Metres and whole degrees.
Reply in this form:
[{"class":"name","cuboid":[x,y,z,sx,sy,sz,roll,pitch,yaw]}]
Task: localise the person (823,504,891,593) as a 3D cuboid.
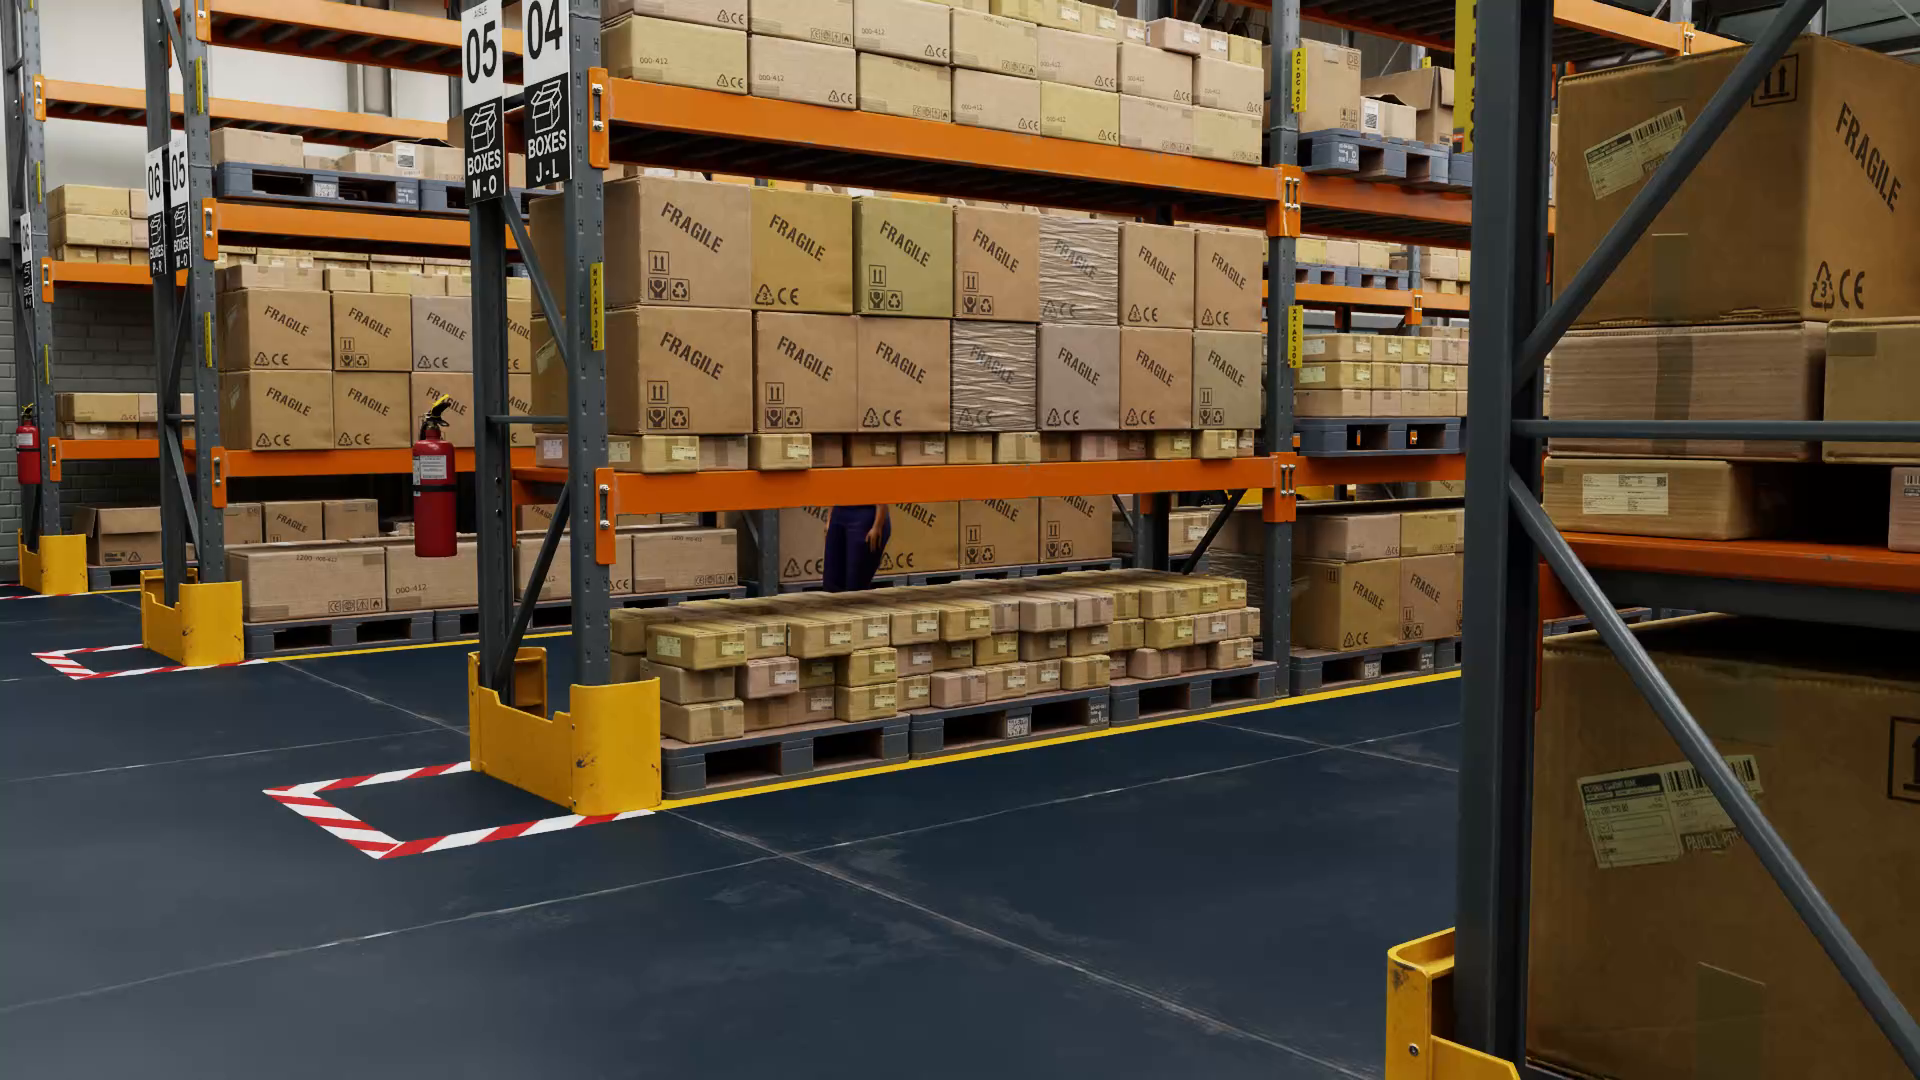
[{"class":"person","cuboid":[-0.677,-0.069,10.300,0.425,1.636,0.551,-4,6,-42]}]
